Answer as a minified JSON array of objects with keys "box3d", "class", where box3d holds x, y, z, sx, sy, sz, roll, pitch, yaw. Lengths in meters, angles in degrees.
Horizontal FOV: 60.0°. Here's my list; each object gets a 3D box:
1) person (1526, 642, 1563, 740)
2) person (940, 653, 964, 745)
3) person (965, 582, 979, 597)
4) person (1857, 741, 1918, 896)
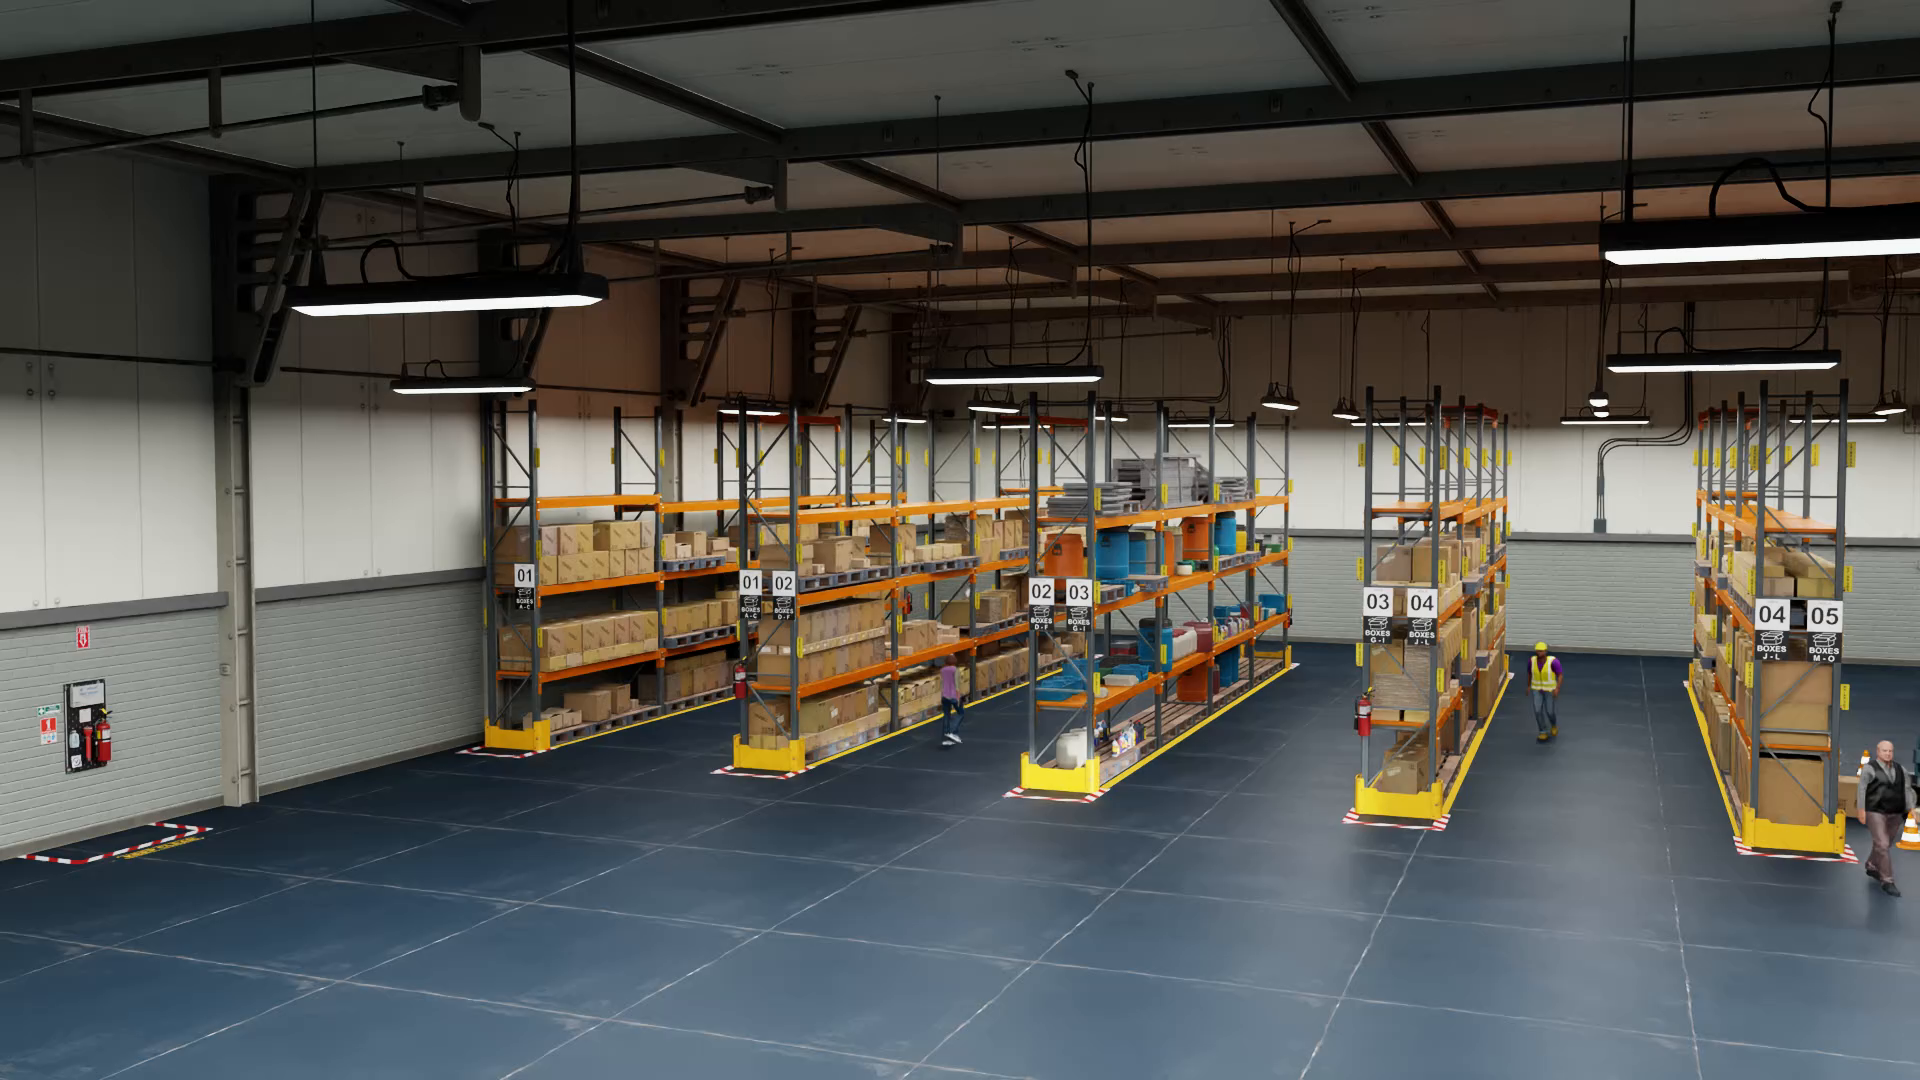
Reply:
[{"box3d":[10.444,2.672,29.690,0.636,1.740,0.678,2,3,35],"class":"person"},{"box3d":[-0.175,2.766,28.974,0.447,1.584,0.469,2,3,32],"class":"person"},{"box3d":[0.325,1.907,45.719,0.870,1.654,0.446,3,4,44],"class":"person"},{"box3d":[10.776,3.191,19.329,0.557,1.711,0.846,0,3,-4],"class":"person"}]
